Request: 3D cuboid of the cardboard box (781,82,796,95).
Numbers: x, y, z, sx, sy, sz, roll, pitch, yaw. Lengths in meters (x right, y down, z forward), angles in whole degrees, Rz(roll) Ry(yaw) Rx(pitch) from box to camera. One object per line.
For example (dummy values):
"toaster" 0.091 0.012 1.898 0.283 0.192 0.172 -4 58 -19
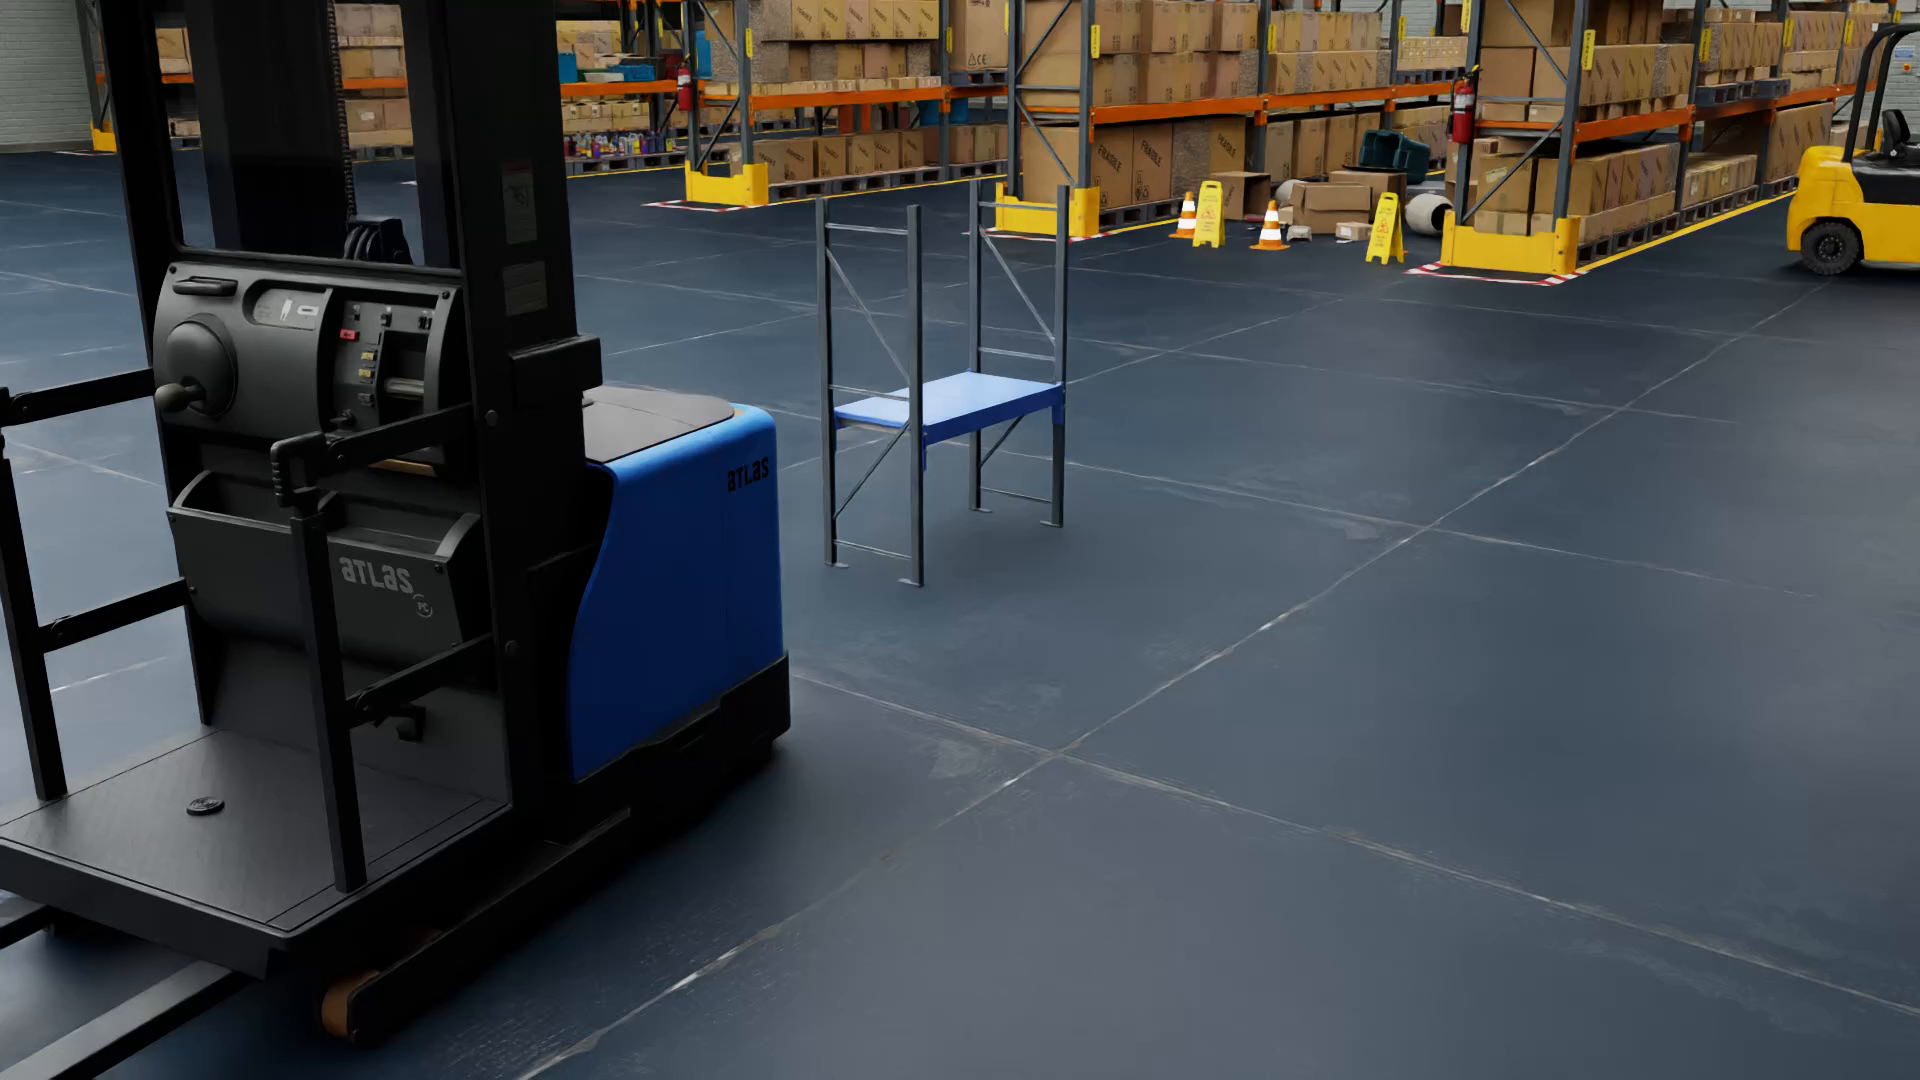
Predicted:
"cardboard box" -2.289 -5.687 20.922 0.380 0.149 0.250 12 21 35

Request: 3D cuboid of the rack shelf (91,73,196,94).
"rack shelf" -13.718 -8.426 30.534 1.077 0.370 4.000 12 21 35

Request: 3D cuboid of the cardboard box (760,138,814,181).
"cardboard box" -2.261 -4.969 21.693 0.500 0.500 0.500 -13 22 -36

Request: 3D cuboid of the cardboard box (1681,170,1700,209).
"cardboard box" 7.677 -3.940 18.597 0.950 0.372 0.625 13 21 35

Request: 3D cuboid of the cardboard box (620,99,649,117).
"cardboard box" -6.276 -8.312 31.933 0.500 0.311 0.500 13 22 36

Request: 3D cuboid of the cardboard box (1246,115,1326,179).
"cardboard box" 4.207 -5.239 22.142 1.050 0.750 0.750 12 21 35

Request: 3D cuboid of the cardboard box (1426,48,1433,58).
"cardboard box" 6.779 -7.223 24.661 0.380 0.149 0.250 12 21 35

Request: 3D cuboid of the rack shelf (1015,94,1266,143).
"rack shelf" 2.140 -4.900 19.178 1.077 0.370 4.000 12 21 35

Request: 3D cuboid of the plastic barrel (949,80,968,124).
"plastic barrel" -0.141 -8.473 32.301 0.600 0.901 0.708 12 21 35

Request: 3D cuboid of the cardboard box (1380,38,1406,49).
"cardboard box" 6.148 -7.114 23.808 0.380 0.149 0.250 12 21 35

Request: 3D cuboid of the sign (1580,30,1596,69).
"sign" 5.419 -4.234 14.361 0.100 0.325 0.005 12 21 35

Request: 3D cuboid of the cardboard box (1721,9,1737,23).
"cardboard box" 8.496 -5.896 18.700 0.380 0.149 0.250 14 22 38

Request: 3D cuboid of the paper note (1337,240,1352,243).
"paper note" 3.948 -3.076 17.096 0.148 0.019 0.142 5 18 16

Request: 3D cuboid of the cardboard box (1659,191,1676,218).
"cardboard box" 7.231 -3.568 17.605 0.500 0.250 0.500 14 22 37

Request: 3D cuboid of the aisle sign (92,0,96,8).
"aisle sign" -14.711 -9.465 28.282 0.394 0.787 0.004 12 21 35

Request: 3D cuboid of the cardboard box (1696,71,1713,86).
"cardboard box" 7.950 -5.026 18.085 0.380 0.149 0.250 13 21 35

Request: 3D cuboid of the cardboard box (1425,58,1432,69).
"cardboard box" 6.780 -7.081 24.703 0.380 0.149 0.250 13 22 36

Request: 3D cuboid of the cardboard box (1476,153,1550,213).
"cardboard box" 5.252 -3.399 15.795 0.500 0.500 0.500 13 21 35

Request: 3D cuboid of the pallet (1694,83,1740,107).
"pallet" 7.939 -4.934 18.398 1.003 0.211 1.213 12 21 35

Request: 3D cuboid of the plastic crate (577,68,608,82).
"plastic crate" -5.605 -7.121 25.474 0.450 0.188 0.662 12 21 35

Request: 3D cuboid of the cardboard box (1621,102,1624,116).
"cardboard box" 6.139 -4.146 15.960 0.380 0.149 0.250 13 22 37

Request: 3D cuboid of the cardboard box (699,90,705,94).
"cardboard box" -5.157 -9.222 34.091 0.500 0.250 0.500 12 21 34

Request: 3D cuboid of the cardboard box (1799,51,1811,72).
"cardboard box" 10.866 -6.306 21.901 0.500 0.250 0.500 12 21 34

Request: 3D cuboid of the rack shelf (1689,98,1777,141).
"rack shelf" 8.559 -5.002 19.507 1.077 0.370 4.000 12 21 35

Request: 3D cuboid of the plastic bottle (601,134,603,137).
"plastic bottle" -5.628 -6.213 26.030 0.061 0.283 0.133 14 22 37

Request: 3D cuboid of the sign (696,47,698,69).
"sign" -4.134 -7.528 25.961 0.100 0.325 0.005 12 21 35

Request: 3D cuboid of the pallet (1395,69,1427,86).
"pallet" 6.054 -6.770 24.309 1.213 0.211 1.003 12 21 35

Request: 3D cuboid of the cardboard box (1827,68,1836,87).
"cardboard box" 12.069 -6.552 23.537 0.500 0.250 0.500 12 21 33

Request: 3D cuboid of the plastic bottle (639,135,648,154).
"plastic bottle" -4.900 -6.112 25.707 0.061 0.283 0.133 14 22 38

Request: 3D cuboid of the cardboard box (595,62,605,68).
"cardboard box" -6.877 -8.891 31.240 0.380 0.149 0.250 14 22 39

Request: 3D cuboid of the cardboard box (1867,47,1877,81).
"cardboard box" 13.832 -7.372 25.758 0.500 0.500 0.500 13 22 36

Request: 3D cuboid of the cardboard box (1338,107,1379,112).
"cardboard box" 5.912 -6.247 24.544 0.500 0.250 0.500 12 21 33

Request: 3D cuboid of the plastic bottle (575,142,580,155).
"plastic bottle" -5.845 -6.002 25.491 0.097 0.201 0.097 0 17 0

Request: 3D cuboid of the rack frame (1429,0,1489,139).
"rack frame" 8.098 -7.625 26.741 1.000 3.000 0.127 12 21 35

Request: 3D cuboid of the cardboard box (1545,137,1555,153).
"cardboard box" 5.569 -3.867 16.210 0.380 0.149 0.250 13 21 36

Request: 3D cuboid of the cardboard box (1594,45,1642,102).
"cardboard box" 6.097 -4.416 15.735 0.500 0.500 0.500 12 21 34

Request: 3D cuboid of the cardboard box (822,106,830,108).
"cardboard box" -3.220 -9.568 36.788 0.500 0.311 0.500 12 21 35

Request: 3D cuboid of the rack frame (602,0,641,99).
"rack frame" -7.759 -11.152 38.097 1.000 3.000 0.127 12 21 35

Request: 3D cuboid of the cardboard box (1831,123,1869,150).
"cardboard box" 13.665 -6.310 26.118 0.875 0.438 0.875 13 22 36

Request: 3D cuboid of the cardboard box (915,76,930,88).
"cardboard box" -0.640 -6.340 23.024 0.380 0.149 0.250 12 21 35

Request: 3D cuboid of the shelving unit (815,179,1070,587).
"shelving unit" -0.051 -0.696 6.956 0.538 1.500 1.048 12 21 35

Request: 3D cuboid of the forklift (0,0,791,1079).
"forklift" -1.640 -0.439 3.716 1.130 2.935 3.031 9 19 26

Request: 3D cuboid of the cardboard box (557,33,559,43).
"cardboard box" -9.032 -10.710 35.970 0.500 0.500 0.500 12 21 34

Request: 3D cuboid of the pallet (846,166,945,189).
"pallet" -0.964 -5.123 23.384 1.003 0.211 1.213 12 21 35

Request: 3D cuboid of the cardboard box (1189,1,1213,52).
"cardboard box" 2.417 -5.970 19.336 0.875 0.550 0.550 12 21 35

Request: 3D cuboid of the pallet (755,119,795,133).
"pallet" -4.233 -8.745 35.049 1.003 0.211 1.213 12 21 35

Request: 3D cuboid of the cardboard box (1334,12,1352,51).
"cardboard box" 4.835 -6.849 22.388 0.700 0.500 0.500 12 21 34

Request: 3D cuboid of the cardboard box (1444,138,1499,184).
"cardboard box" 5.920 -4.345 19.114 0.500 0.500 0.500 12 21 35

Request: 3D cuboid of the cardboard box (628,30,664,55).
"cardboard box" -7.423 -11.421 38.459 0.980 0.700 0.700 13 21 36

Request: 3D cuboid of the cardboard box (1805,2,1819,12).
"cardboard box" 12.306 -7.783 24.300 0.380 0.149 0.250 13 22 36

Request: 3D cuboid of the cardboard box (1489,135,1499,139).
"cardboard box" 8.571 -6.636 27.153 0.380 0.149 0.250 14 22 37

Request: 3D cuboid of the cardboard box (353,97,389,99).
"cardboard box" -9.965 -7.205 28.050 0.500 0.500 0.500 12 21 35

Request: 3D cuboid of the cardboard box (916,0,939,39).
"cardboard box" -0.639 -7.132 22.796 0.500 0.500 0.500 12 21 35

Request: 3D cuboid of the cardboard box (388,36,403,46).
"cardboard box" -9.449 -8.261 27.525 0.380 0.149 0.250 13 22 36
